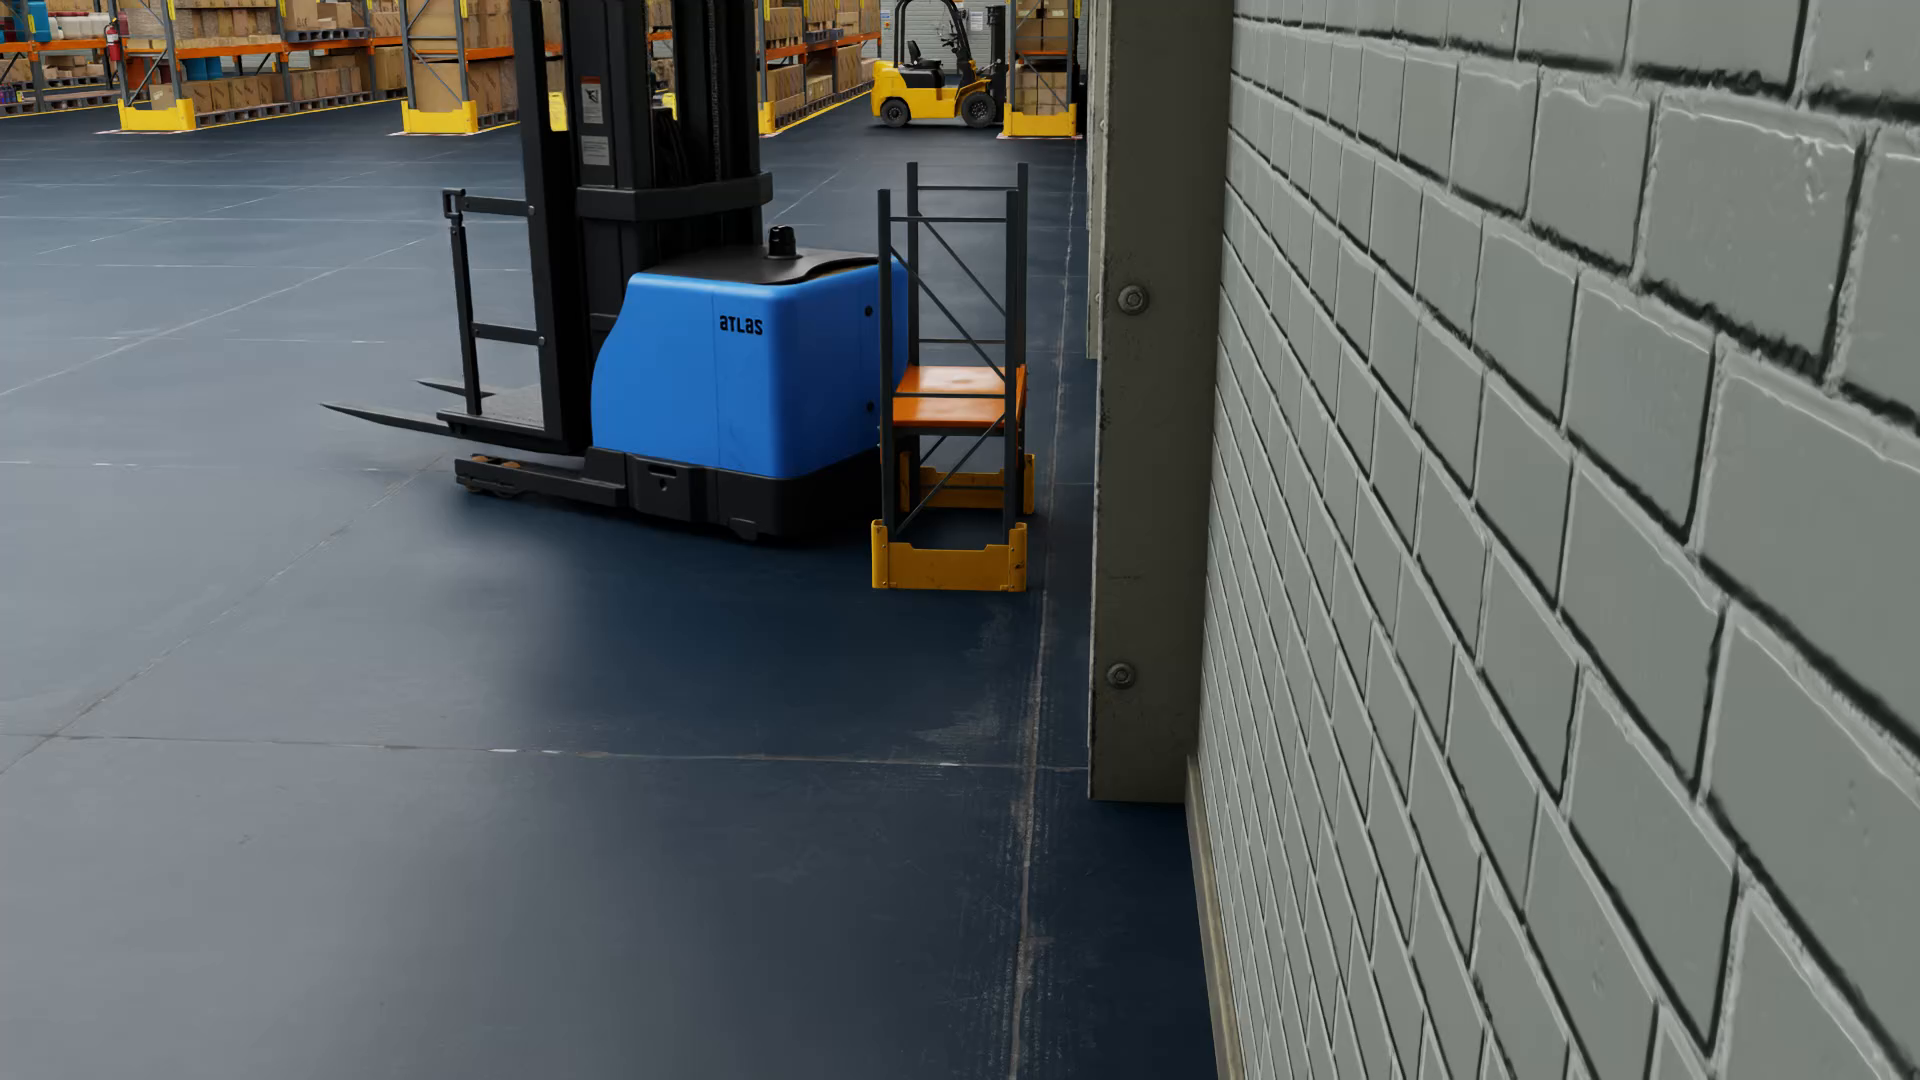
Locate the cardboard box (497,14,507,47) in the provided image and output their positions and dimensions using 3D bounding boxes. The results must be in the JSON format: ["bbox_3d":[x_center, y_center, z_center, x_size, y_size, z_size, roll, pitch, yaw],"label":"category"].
[{"bbox_3d":[-8.434,-8.893,29.006,0.875,0.550,0.500,1,18,4],"label":"cardboard box"}]

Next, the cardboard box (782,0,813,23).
[{"bbox_3d":[-3.044,-9.889,30.972,0.500,0.500,0.500,2,18,5],"label":"cardboard box"}]

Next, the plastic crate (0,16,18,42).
[{"bbox_3d":[-18.459,-9.881,32.157,0.402,0.464,0.583,1,18,4],"label":"plastic crate"}]

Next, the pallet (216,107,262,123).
[{"bbox_3d":[-13.346,-7.668,29.985,1.003,0.211,1.213,1,18,4],"label":"pallet"}]

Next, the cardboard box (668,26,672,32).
[{"bbox_3d":[-7.291,-12.625,41.038,0.380,0.149,0.250,0,18,1],"label":"cardboard box"}]

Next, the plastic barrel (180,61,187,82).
[{"bbox_3d":[-17.851,-10.633,37.877,0.421,0.512,0.421,0,18,0],"label":"plastic barrel"}]

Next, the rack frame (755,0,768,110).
[{"bbox_3d":[-3.650,-8.119,26.883,1.000,3.000,0.127,1,18,4],"label":"rack frame"}]

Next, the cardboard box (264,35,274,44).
[{"bbox_3d":[-12.998,-9.312,30.929,0.380,0.149,0.250,1,18,4],"label":"cardboard box"}]

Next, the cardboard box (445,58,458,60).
[{"bbox_3d":[-12.547,-11.460,39.818,0.875,0.875,0.875,1,18,4],"label":"cardboard box"}]

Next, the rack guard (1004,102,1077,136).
[{"bbox_3d":[1.299,-6.814,26.915,1.175,0.500,0.348,1,18,4],"label":"rack guard"}]

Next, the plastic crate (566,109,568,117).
[{"bbox_3d":[-7.014,-8.048,31.091,0.450,0.188,0.662,0,15,35],"label":"plastic crate"}]

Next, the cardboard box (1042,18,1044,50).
[{"bbox_3d":[1.629,-8.367,27.479,0.500,0.500,0.500,2,18,6],"label":"cardboard box"}]

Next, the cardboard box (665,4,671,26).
[{"bbox_3d":[-7.338,-12.739,40.344,0.500,0.500,0.500,2,18,7],"label":"cardboard box"}]

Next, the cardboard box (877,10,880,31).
[{"bbox_3d":[-2.274,-12.980,41.558,0.500,0.500,0.500,1,18,4],"label":"cardboard box"}]

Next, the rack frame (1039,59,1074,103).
[{"bbox_3d":[1.588,-9.252,30.340,1.000,3.000,0.127,1,18,4],"label":"rack frame"}]

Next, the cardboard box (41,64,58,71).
[{"bbox_3d":[-22.743,-11.637,41.231,0.500,0.311,0.500,1,18,4],"label":"cardboard box"}]

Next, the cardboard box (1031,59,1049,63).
[{"bbox_3d":[1.709,-10.139,35.347,0.380,0.149,0.250,1,18,2],"label":"cardboard box"}]

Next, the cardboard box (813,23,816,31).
[{"bbox_3d":[-2.978,-9.852,31.902,0.380,0.149,0.250,2,18,5],"label":"cardboard box"}]

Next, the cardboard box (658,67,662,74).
[{"bbox_3d":[-7.414,-11.342,40.147,0.380,0.149,0.250,2,18,6],"label":"cardboard box"}]

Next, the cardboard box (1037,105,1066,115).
[{"bbox_3d":[1.531,-7.050,27.364,0.500,0.250,0.500,1,18,4],"label":"cardboard box"}]

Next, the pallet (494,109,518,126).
[{"bbox_3d":[-8.525,-7.501,29.475,1.003,0.211,1.213,1,18,4],"label":"pallet"}]

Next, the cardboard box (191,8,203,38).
[{"bbox_3d":[-13.552,-8.857,28.498,0.875,0.500,0.500,1,18,4],"label":"cardboard box"}]

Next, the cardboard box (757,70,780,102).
[{"bbox_3d":[-3.315,-7.620,27.898,0.500,0.500,0.500,1,18,2],"label":"cardboard box"}]

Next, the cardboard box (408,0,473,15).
[{"bbox_3d":[-8.530,-8.897,27.282,0.875,0.550,0.550,1,18,4],"label":"cardboard box"}]

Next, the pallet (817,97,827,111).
[{"bbox_3d":[-3.224,-8.658,33.006,1.003,0.211,1.213,1,18,4],"label":"pallet"}]

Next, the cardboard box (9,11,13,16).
[{"bbox_3d":[-22.775,-12.498,40.087,0.500,0.500,0.500,2,18,5],"label":"cardboard box"}]

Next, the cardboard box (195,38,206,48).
[{"bbox_3d":[-13.209,-8.537,28.561,0.380,0.149,0.250,1,18,4],"label":"cardboard box"}]

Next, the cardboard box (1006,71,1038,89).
[{"bbox_3d":[1.023,-7.527,27.213,0.500,0.250,0.500,2,18,6],"label":"cardboard box"}]

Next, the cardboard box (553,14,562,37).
[{"bbox_3d":[-7.928,-9.957,32.333,0.500,0.500,0.500,1,18,4],"label":"cardboard box"}]

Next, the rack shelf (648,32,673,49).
[{"bbox_3d":[-7.591,-12.204,40.506,1.077,0.370,4.000,1,18,4],"label":"rack shelf"}]

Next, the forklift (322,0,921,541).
[{"bbox_3d":[-1.707,-1.707,7.427,3.031,2.935,1.130,10,21,29],"label":"forklift"}]

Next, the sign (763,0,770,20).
[{"bbox_3d":[-3.109,-8.518,26.712,0.100,0.325,0.005,1,18,4],"label":"sign"}]

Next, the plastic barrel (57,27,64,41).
[{"bbox_3d":[-17.940,-10.035,32.953,0.301,0.262,0.301,0,18,0],"label":"plastic barrel"}]

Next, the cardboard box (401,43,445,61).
[{"bbox_3d":[-12.700,-11.058,38.590,1.225,0.875,0.875,1,18,4],"label":"cardboard box"}]

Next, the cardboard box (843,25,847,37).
[{"bbox_3d":[-2.728,-11.001,35.921,0.500,0.250,0.500,2,18,6],"label":"cardboard box"}]

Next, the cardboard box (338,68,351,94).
[{"bbox_3d":[-13.016,-9.465,34.299,0.700,0.500,0.500,0,18,-1],"label":"cardboard box"}]

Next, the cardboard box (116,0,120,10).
[{"bbox_3d":[-22.026,-13.910,42.790,0.500,0.500,0.500,1,18,3],"label":"cardboard box"}]

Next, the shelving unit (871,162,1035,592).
[{"bbox_3d":[-0.005,-0.689,6.617,0.587,1.500,1.083,1,18,4],"label":"shelving unit"}]

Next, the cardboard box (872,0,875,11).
[{"bbox_3d":[-2.347,-13.139,40.438,0.500,0.500,0.500,1,18,4],"label":"cardboard box"}]

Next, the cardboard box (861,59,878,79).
[{"bbox_3d":[-2.508,-11.578,40.882,0.875,0.438,0.875,2,18,5],"label":"cardboard box"}]

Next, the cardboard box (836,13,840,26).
[{"bbox_3d":[-2.794,-10.922,34.875,0.500,0.250,0.500,1,18,4],"label":"cardboard box"}]

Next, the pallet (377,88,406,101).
[{"bbox_3d":[-12.830,-9.743,36.317,1.003,0.211,1.213,1,18,4],"label":"pallet"}]

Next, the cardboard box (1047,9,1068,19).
[{"bbox_3d":[1.584,-8.465,26.736,0.380,0.149,0.250,1,18,3],"label":"cardboard box"}]

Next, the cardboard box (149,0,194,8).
[{"bbox_3d":[-13.224,-9.169,27.844,0.500,0.500,0.500,1,18,4],"label":"cardboard box"}]

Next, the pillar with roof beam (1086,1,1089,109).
[{"bbox_3d":[-1.614,-13.016,32.193,9.100,9.000,0.400,1,18,4],"label":"pillar with roof beam"}]

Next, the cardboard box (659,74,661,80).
[{"bbox_3d":[-7.450,-11.201,40.193,0.380,0.149,0.250,1,18,2],"label":"cardboard box"}]

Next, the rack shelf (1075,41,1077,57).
[{"bbox_3d":[1.731,-9.531,32.348,1.077,0.370,4.000,1,18,4],"label":"rack shelf"}]

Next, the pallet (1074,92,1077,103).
[{"bbox_3d":[1.966,-9.400,35.271,1.003,0.211,1.213,1,18,4],"label":"pallet"}]

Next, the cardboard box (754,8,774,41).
[{"bbox_3d":[-3.340,-8.449,27.251,0.500,0.500,0.500,1,18,3],"label":"cardboard box"}]

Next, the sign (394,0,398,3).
[{"bbox_3d":[-9.135,-8.877,26.958,0.100,0.325,0.005,1,18,4],"label":"sign"}]

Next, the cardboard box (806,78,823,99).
[{"bbox_3d":[-3.232,-8.914,32.857,0.950,0.372,0.625,2,18,6],"label":"cardboard box"}]

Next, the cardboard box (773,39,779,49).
[{"bbox_3d":[-3.252,-8.337,27.954,0.380,0.149,0.250,2,18,5],"label":"cardboard box"}]

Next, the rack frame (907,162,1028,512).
[{"bbox_3d":[0.030,-0.844,7.090,0.500,1.500,0.032,1,18,4],"label":"rack frame"}]
